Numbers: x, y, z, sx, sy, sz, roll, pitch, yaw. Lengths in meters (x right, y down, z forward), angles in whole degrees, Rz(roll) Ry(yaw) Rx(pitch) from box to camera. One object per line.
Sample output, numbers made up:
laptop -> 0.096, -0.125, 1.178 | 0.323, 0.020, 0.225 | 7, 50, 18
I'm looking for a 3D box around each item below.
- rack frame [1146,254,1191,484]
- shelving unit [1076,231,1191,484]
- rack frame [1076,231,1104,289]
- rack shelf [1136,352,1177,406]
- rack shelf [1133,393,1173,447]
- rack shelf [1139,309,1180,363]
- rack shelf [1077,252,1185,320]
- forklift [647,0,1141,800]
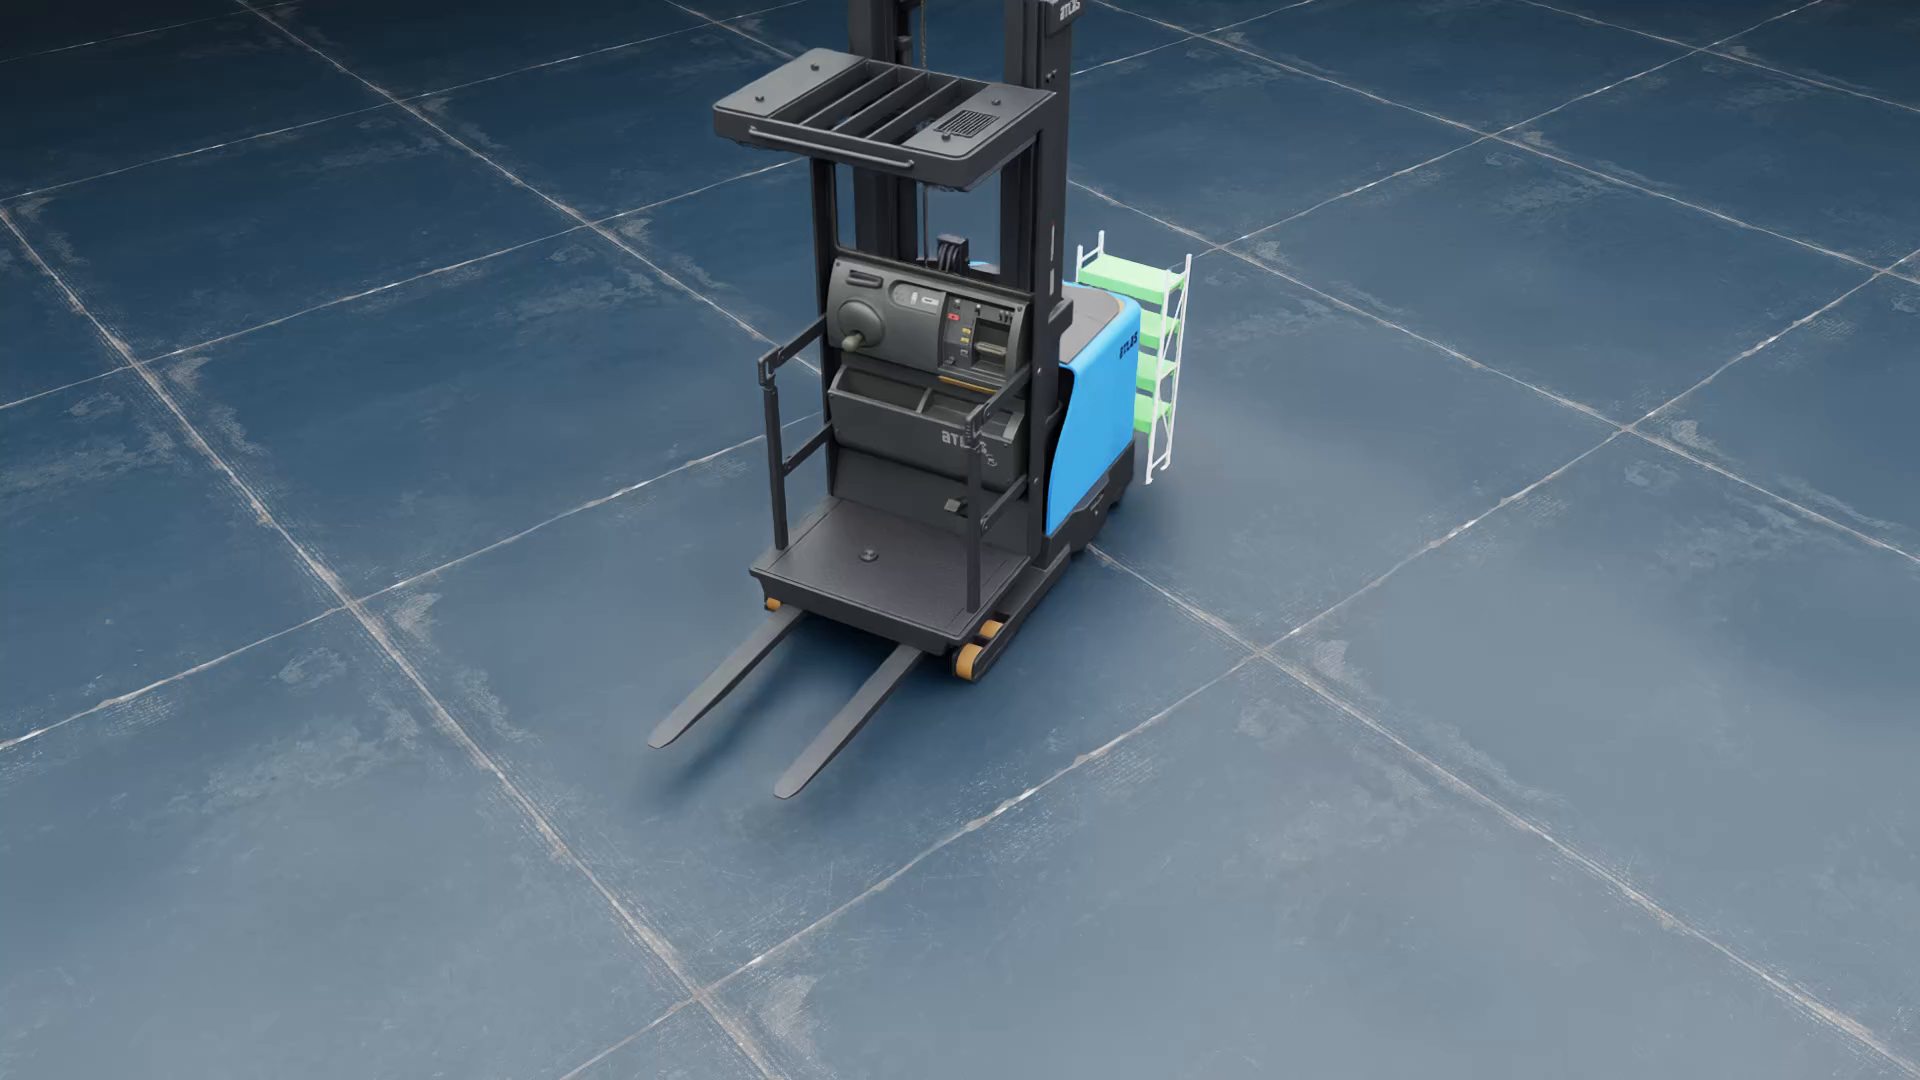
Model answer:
rack frame -> 1.050, -0.846, 8.397 | 0.015, 1.200, 0.240 | 21, 38, 26
shelving unit -> 0.845, -0.922, 8.506 | 0.503, 1.200, 0.258 | 21, 38, 26
rack frame -> 0.640, -0.999, 8.614 | 0.015, 1.200, 0.240 | 21, 38, 26
rack shelf -> 0.844, -0.869, 8.541 | 0.480, 0.148, 0.258 | 21, 38, 26
rack shelf -> 0.839, -0.669, 8.673 | 0.480, 0.148, 0.258 | 21, 38, 26
rack shelf -> 0.849, -1.069, 8.408 | 0.480, 0.148, 0.258 | 21, 38, 26
rack shelf -> 0.854, -1.270, 8.276 | 0.480, 0.148, 0.258 | 21, 38, 26
forklift -> -0.251, -0.870, 6.942 | 1.130, 2.935, 3.031 | 17, 39, 23
